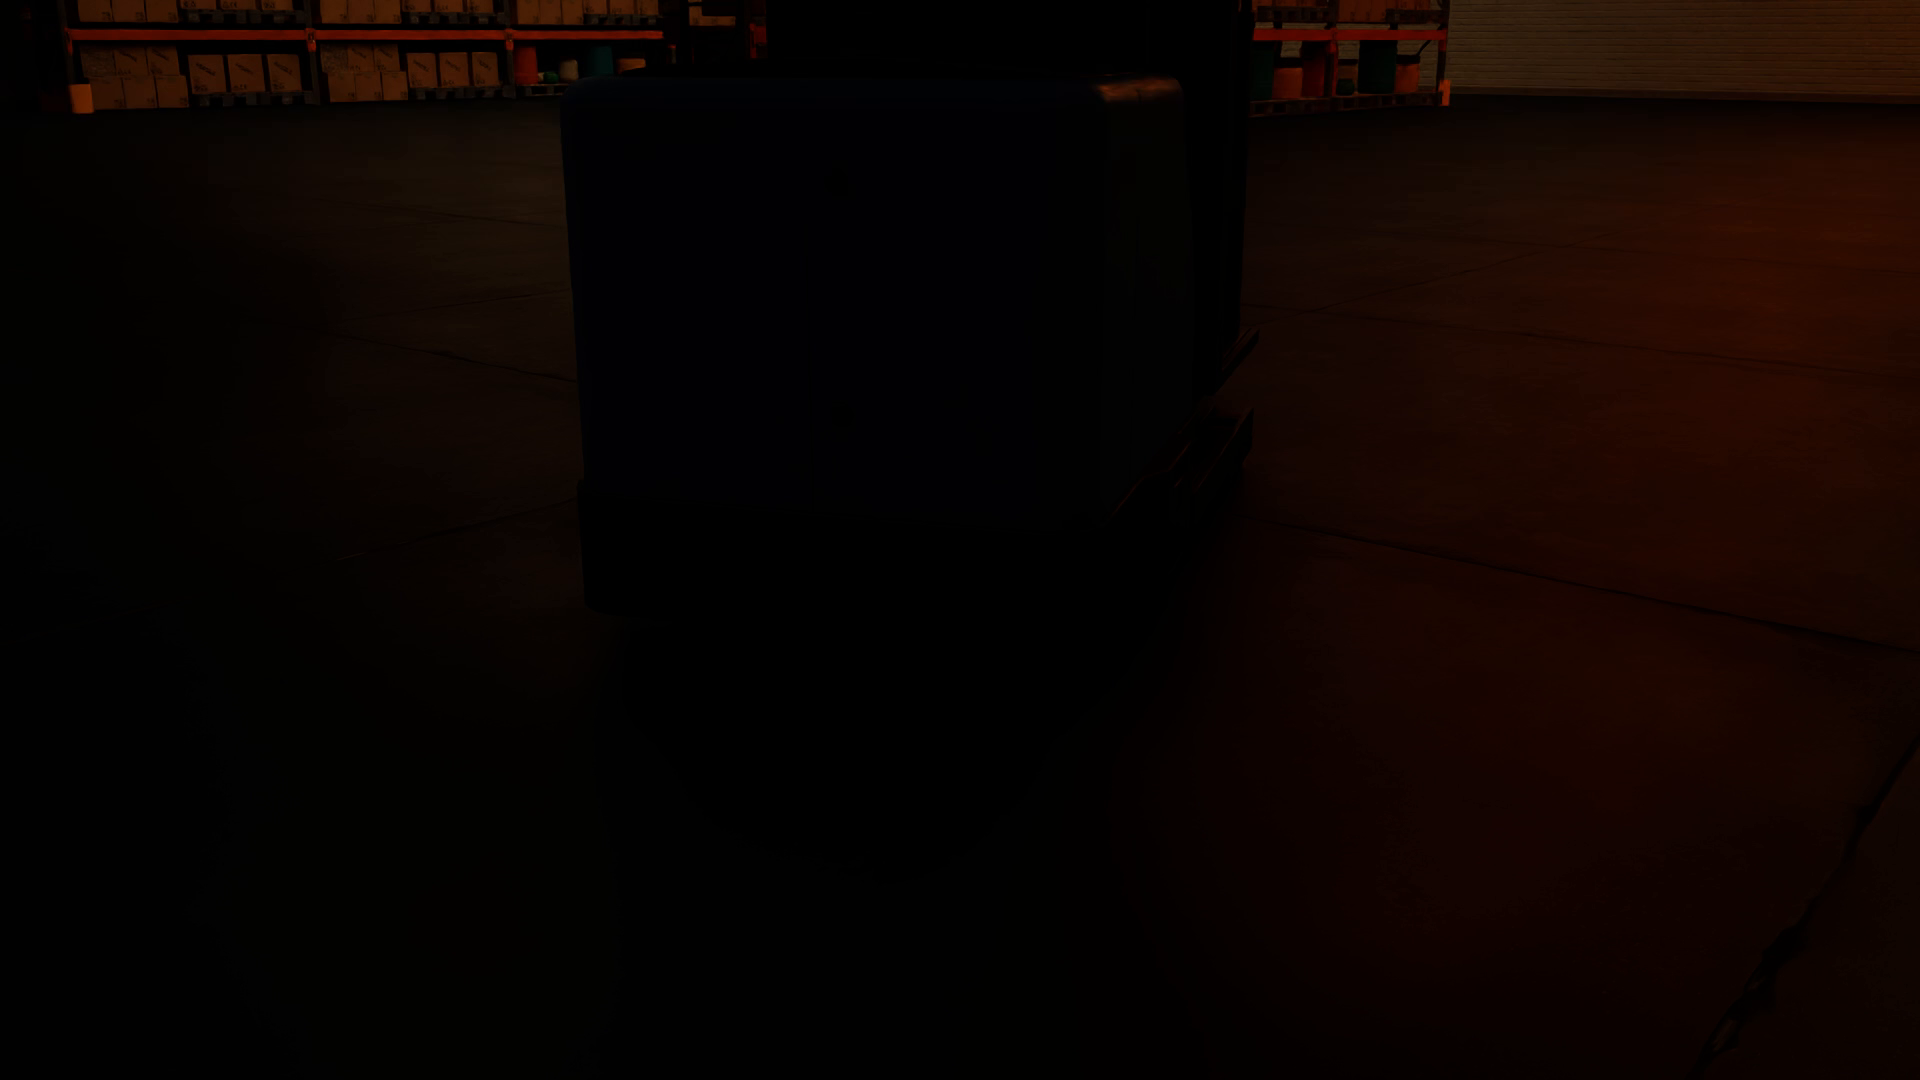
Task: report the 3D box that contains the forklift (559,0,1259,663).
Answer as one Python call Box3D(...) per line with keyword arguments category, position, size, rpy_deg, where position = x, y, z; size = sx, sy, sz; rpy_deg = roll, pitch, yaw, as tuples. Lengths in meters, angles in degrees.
Box3D(category="forklift", position=(0.182, -1.571, 4.072), size=(1.130, 2.935, 3.031), rpy_deg=(5, 18, 17))
